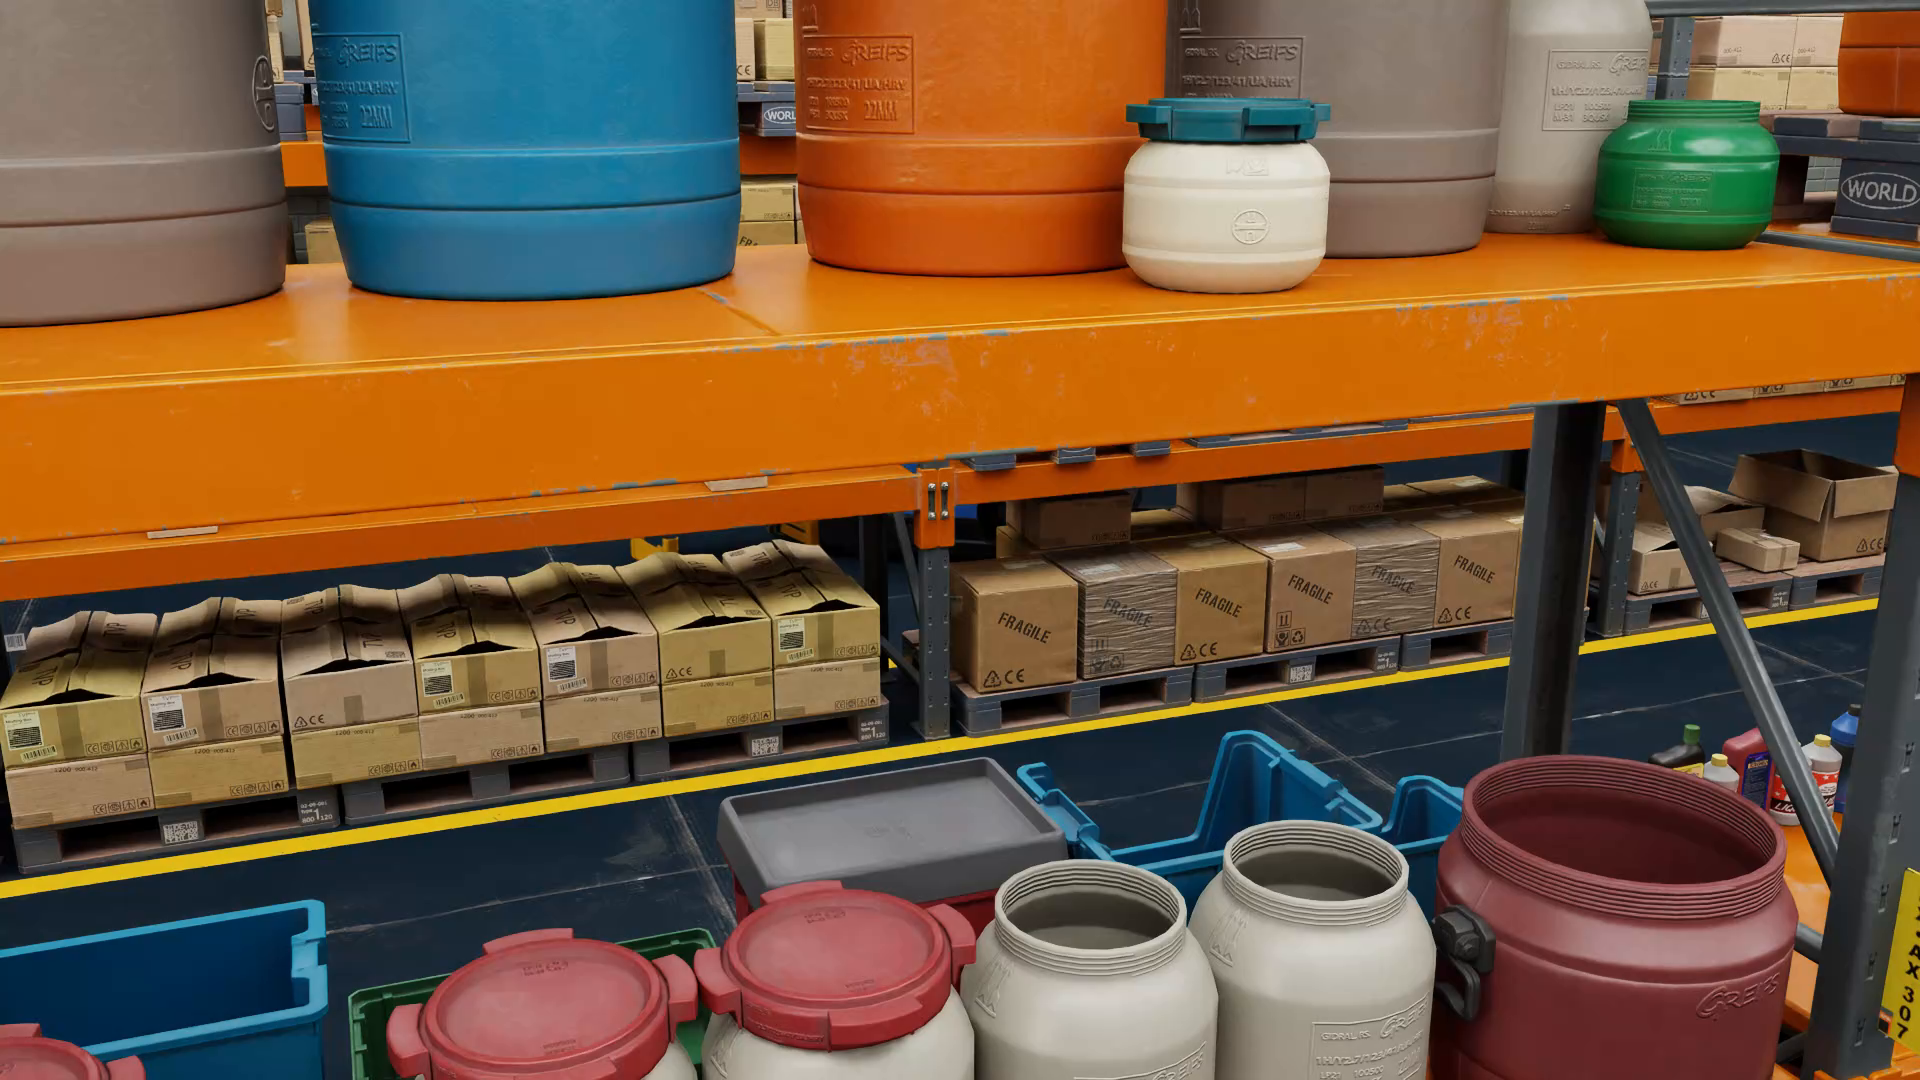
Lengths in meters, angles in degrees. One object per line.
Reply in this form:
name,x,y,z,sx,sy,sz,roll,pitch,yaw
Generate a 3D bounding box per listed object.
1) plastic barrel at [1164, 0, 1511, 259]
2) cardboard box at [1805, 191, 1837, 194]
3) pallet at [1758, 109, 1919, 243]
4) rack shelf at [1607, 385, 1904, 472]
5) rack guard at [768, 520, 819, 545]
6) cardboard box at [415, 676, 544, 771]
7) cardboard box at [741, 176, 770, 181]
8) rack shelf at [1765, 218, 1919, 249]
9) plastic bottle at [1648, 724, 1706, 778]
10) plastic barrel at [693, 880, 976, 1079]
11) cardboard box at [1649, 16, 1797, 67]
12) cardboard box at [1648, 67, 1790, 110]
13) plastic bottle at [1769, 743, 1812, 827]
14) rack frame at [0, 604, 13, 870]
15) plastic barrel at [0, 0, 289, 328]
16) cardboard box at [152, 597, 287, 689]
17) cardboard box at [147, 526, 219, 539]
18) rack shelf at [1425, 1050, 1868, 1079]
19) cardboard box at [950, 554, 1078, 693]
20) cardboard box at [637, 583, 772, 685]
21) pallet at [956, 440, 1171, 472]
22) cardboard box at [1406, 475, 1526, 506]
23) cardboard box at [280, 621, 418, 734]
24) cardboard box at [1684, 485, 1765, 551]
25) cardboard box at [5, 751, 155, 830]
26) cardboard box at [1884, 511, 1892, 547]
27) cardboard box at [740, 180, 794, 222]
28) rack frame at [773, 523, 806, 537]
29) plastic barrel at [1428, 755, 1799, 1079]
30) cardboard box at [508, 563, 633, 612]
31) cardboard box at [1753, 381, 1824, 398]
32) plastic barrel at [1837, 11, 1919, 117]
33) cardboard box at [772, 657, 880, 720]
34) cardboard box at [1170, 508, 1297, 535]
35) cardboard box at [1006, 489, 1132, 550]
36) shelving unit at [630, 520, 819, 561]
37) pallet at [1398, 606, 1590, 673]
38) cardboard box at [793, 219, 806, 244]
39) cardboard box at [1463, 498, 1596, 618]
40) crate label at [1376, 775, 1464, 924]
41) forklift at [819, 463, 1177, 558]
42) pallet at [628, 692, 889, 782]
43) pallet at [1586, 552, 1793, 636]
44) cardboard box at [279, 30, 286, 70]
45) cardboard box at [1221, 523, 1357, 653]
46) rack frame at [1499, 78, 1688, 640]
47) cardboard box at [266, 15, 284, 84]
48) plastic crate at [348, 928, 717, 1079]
plastic barrel,0.642,-0.972,2.872,0.600,0.901,0.600,0,16,0
cardboard box,5.251,-1.825,10.038,0.500,0.500,0.500,-6,18,-21
pallet,2.236,-0.718,3.231,1.213,0.211,1.003,-6,17,-20
rack shelf,5.321,-0.881,10.053,4.000,0.370,1.077,-6,17,-20
rack guard,-1.110,-0.113,11.037,0.087,0.250,0.587,-11,20,-33
cardboard box,-2.116,0.769,7.292,0.500,0.250,0.500,-6,17,-19
cardboard box,-1.727,-2.599,12.552,0.500,0.250,0.500,-6,17,-19
rack shelf,3.355,-0.614,3.818,4.000,0.370,1.077,-6,17,-20
plastic bottle,1.712,0.585,3.990,0.133,0.283,0.061,-6,17,-20
plastic barrel,-0.187,0.864,2.592,0.433,0.535,0.433,0,16,0
cardboard box,3.996,-2.616,8.737,0.500,0.250,0.500,-6,17,-20
cardboard box,3.996,-2.376,8.809,0.500,0.250,0.500,-6,17,-20
plastic bottle,2.042,0.594,4.104,0.097,0.201,0.097,0,16,0
rack frame,-4.017,-0.218,6.518,0.127,3.000,1.000,-6,17,-20
plastic barrel,-1.240,-0.769,2.179,0.600,0.901,0.600,0,16,0
cardboard box,-3.258,0.460,7.348,0.500,0.311,0.500,-6,17,-19
cardboard box,-3.117,-0.133,6.675,0.250,0.149,0.380,-6,17,-20
rack shelf,-0.381,1.229,2.867,4.000,0.370,1.077,-6,17,-20
cardboard box,0.245,0.396,8.082,0.500,0.500,0.500,-5,17,-18
cardboard box,-1.166,0.399,7.556,0.500,0.311,0.500,-6,18,-21
pallet,0.326,-0.616,8.214,1.003,0.211,1.213,-6,17,-20
cardboard box,2.914,-0.052,9.608,0.500,0.500,0.500,-7,18,-23
cardboard box,-2.590,0.553,7.032,0.500,0.311,0.500,-7,18,-22
cardboard box,4.584,-0.154,10.289,0.500,0.311,0.500,-6,17,-20
cardboard box,-3.552,0.924,6.763,0.500,0.250,0.500,-7,18,-21
cardboard box,5.871,-0.113,10.257,0.500,0.250,0.500,-6,17,-20
cardboard box,-1.515,-2.466,12.099,0.500,0.250,0.500,-6,17,-19
rack frame,-1.109,-0.713,10.861,0.032,1.500,0.500,-11,20,-33
plastic barrel,1.162,0.743,3.003,0.708,0.536,0.600,-6,17,-20
cardboard box,-1.841,0.309,7.863,0.500,0.311,0.500,-7,18,-22
cardboard box,4.504,-1.105,9.360,0.500,0.500,0.500,-6,17,-19
plastic barrel,2.018,-1.221,3.102,0.708,0.830,0.600,-6,17,-20
cardboard box,-0.686,0.613,7.821,0.500,0.250,0.500,-6,17,-19
cardboard box,1.479,0.104,9.076,0.500,0.500,0.500,-7,18,-22
cardboard box,0.558,-0.156,8.631,0.500,0.250,0.500,-5,17,-18
shelving unit,-1.521,-0.633,10.590,1.083,1.500,0.587,-11,20,-33
pallet,2.707,0.405,9.345,1.213,0.211,1.003,-6,17,-20
cardboard box,-1.020,-2.157,12.379,0.500,0.500,0.500,-6,17,-18
cardboard box,3.095,0.088,9.129,0.500,0.500,0.500,-6,17,-20
crate label,0.959,0.706,3.667,0.416,0.233,0.303,-6,17,-20
forklift,0.661,-1.357,10.516,3.031,2.935,1.130,4,17,12
pallet,-1.065,0.789,8.037,1.213,0.211,1.003,-6,17,-20
pallet,4.095,0.244,9.893,1.213,0.211,1.003,-6,17,-20
cardboard box,-4.679,-3.216,10.814,0.500,0.311,0.500,-6,17,-18
cardboard box,1.688,0.238,8.618,0.500,0.500,0.500,-7,18,-22
rack frame,3.453,-1.025,9.265,0.127,3.000,1.000,-6,17,-20
cardboard box,-2.926,-1.903,6.452,0.500,0.250,0.500,-8,18,-25
plastic crate,-0.723,0.937,2.960,0.662,0.188,0.450,-6,17,-20
